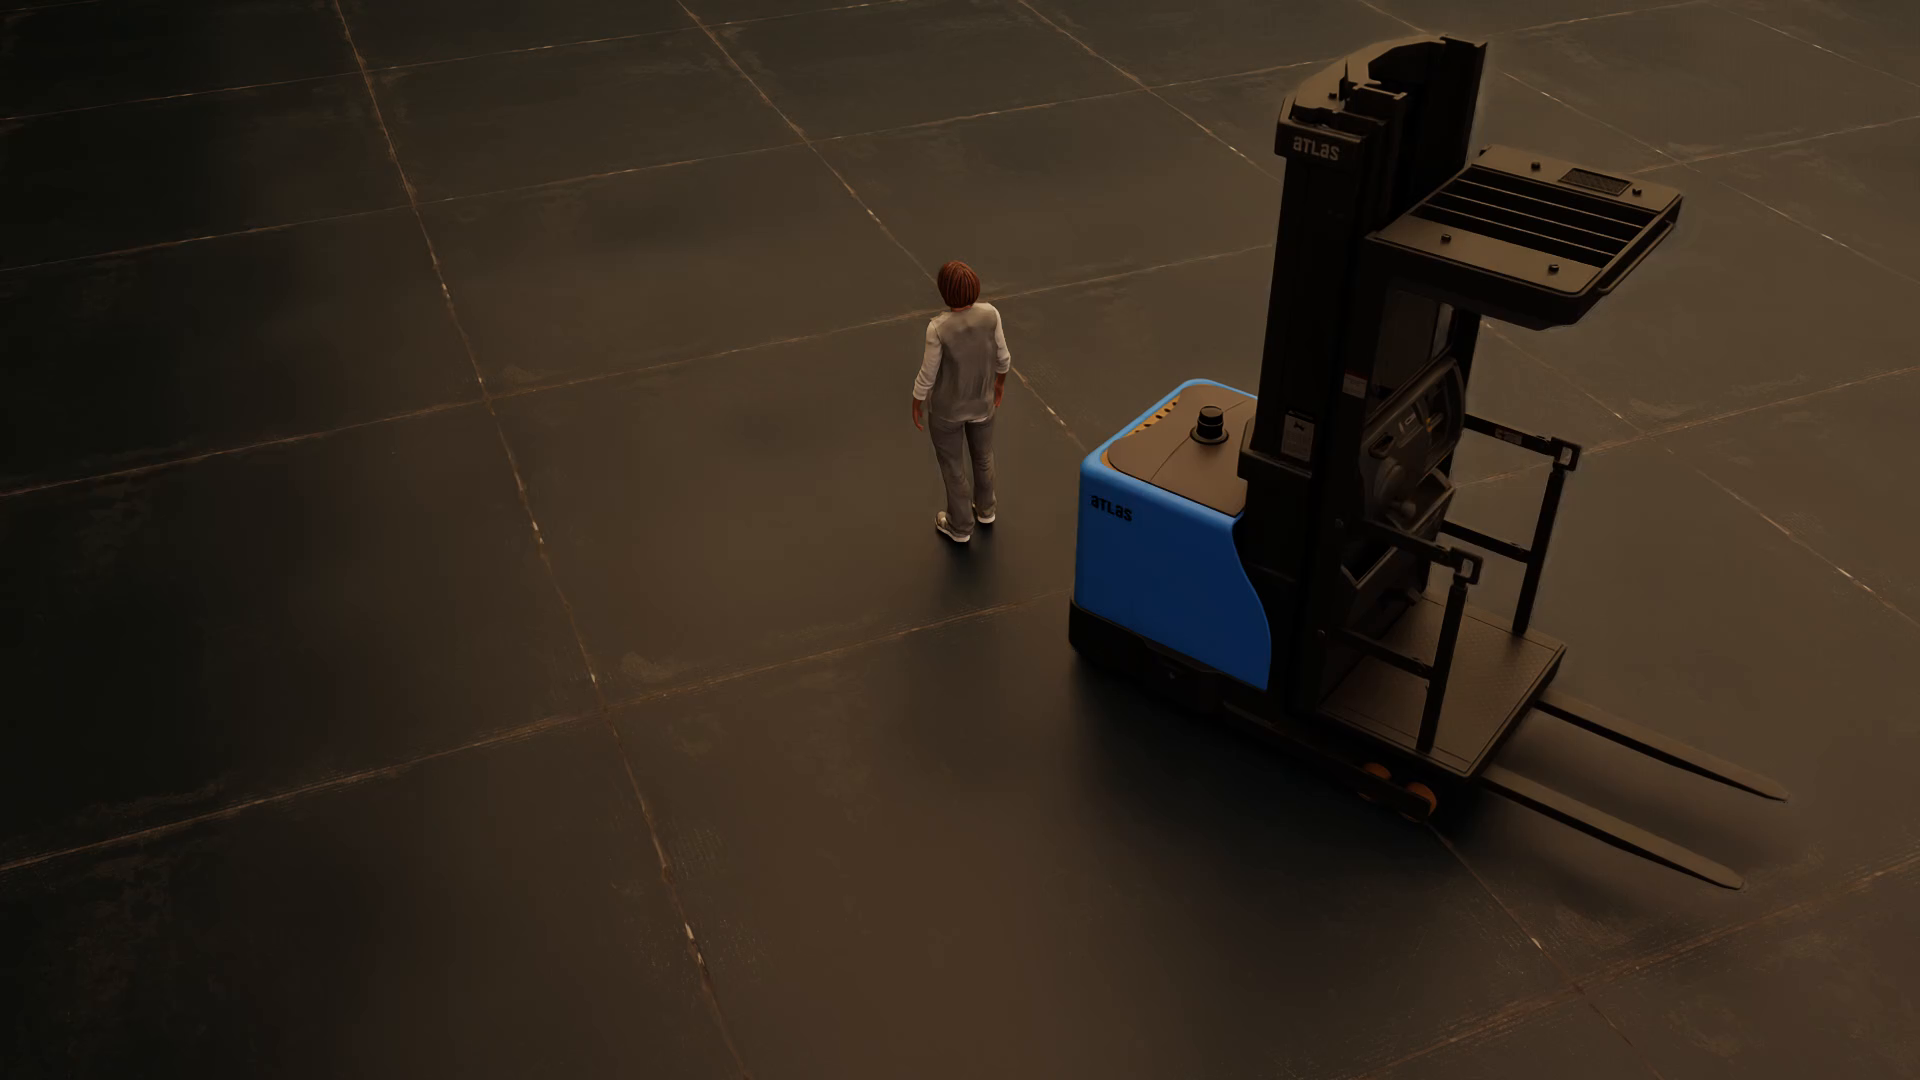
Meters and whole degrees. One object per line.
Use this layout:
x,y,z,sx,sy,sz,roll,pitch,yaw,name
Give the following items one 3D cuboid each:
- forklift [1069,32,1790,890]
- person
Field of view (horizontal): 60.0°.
1.989,-0.364,6.610,3.031,2.935,1.130,24,42,30,forklift
-0.016,-0.699,8.220,0.521,1.596,0.475,-14,38,-19,person
